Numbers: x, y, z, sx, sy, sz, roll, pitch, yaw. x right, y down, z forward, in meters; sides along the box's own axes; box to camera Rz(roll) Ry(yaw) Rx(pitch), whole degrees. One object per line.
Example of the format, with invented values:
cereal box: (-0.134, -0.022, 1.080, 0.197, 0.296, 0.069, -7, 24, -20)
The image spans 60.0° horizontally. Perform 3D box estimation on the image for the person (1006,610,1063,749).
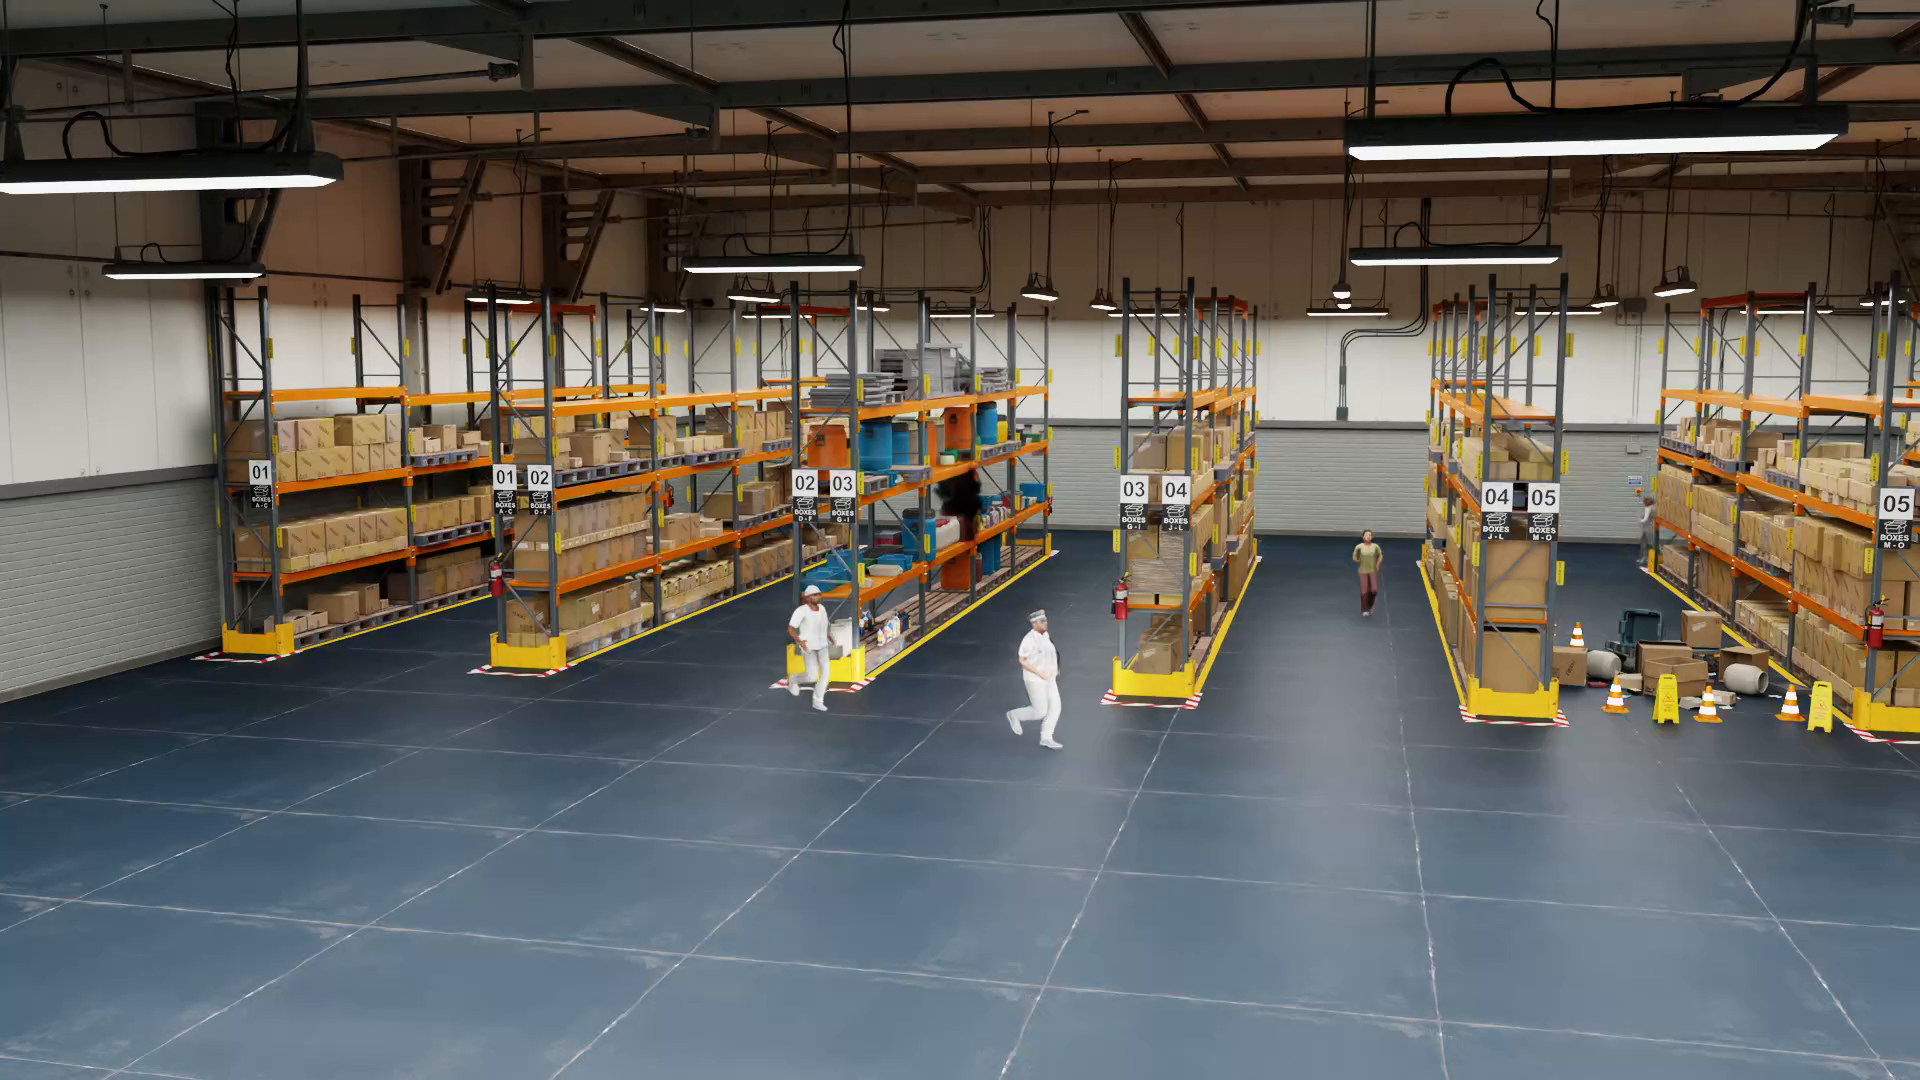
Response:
person: (0.974, 1.739, 20.988, 0.752, 1.757, 0.663, 4, 8, 34)

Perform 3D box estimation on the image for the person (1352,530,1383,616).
person: (7.613, 0.621, 31.027, 0.570, 1.627, 0.526, 1, 7, 7)

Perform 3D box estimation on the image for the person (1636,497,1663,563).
person: (16.054, -0.187, 38.589, 0.684, 1.603, 0.558, 3, 7, 27)

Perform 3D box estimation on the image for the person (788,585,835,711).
person: (-2.065, 1.492, 23.239, 0.717, 1.737, 0.766, -6, 9, -42)
